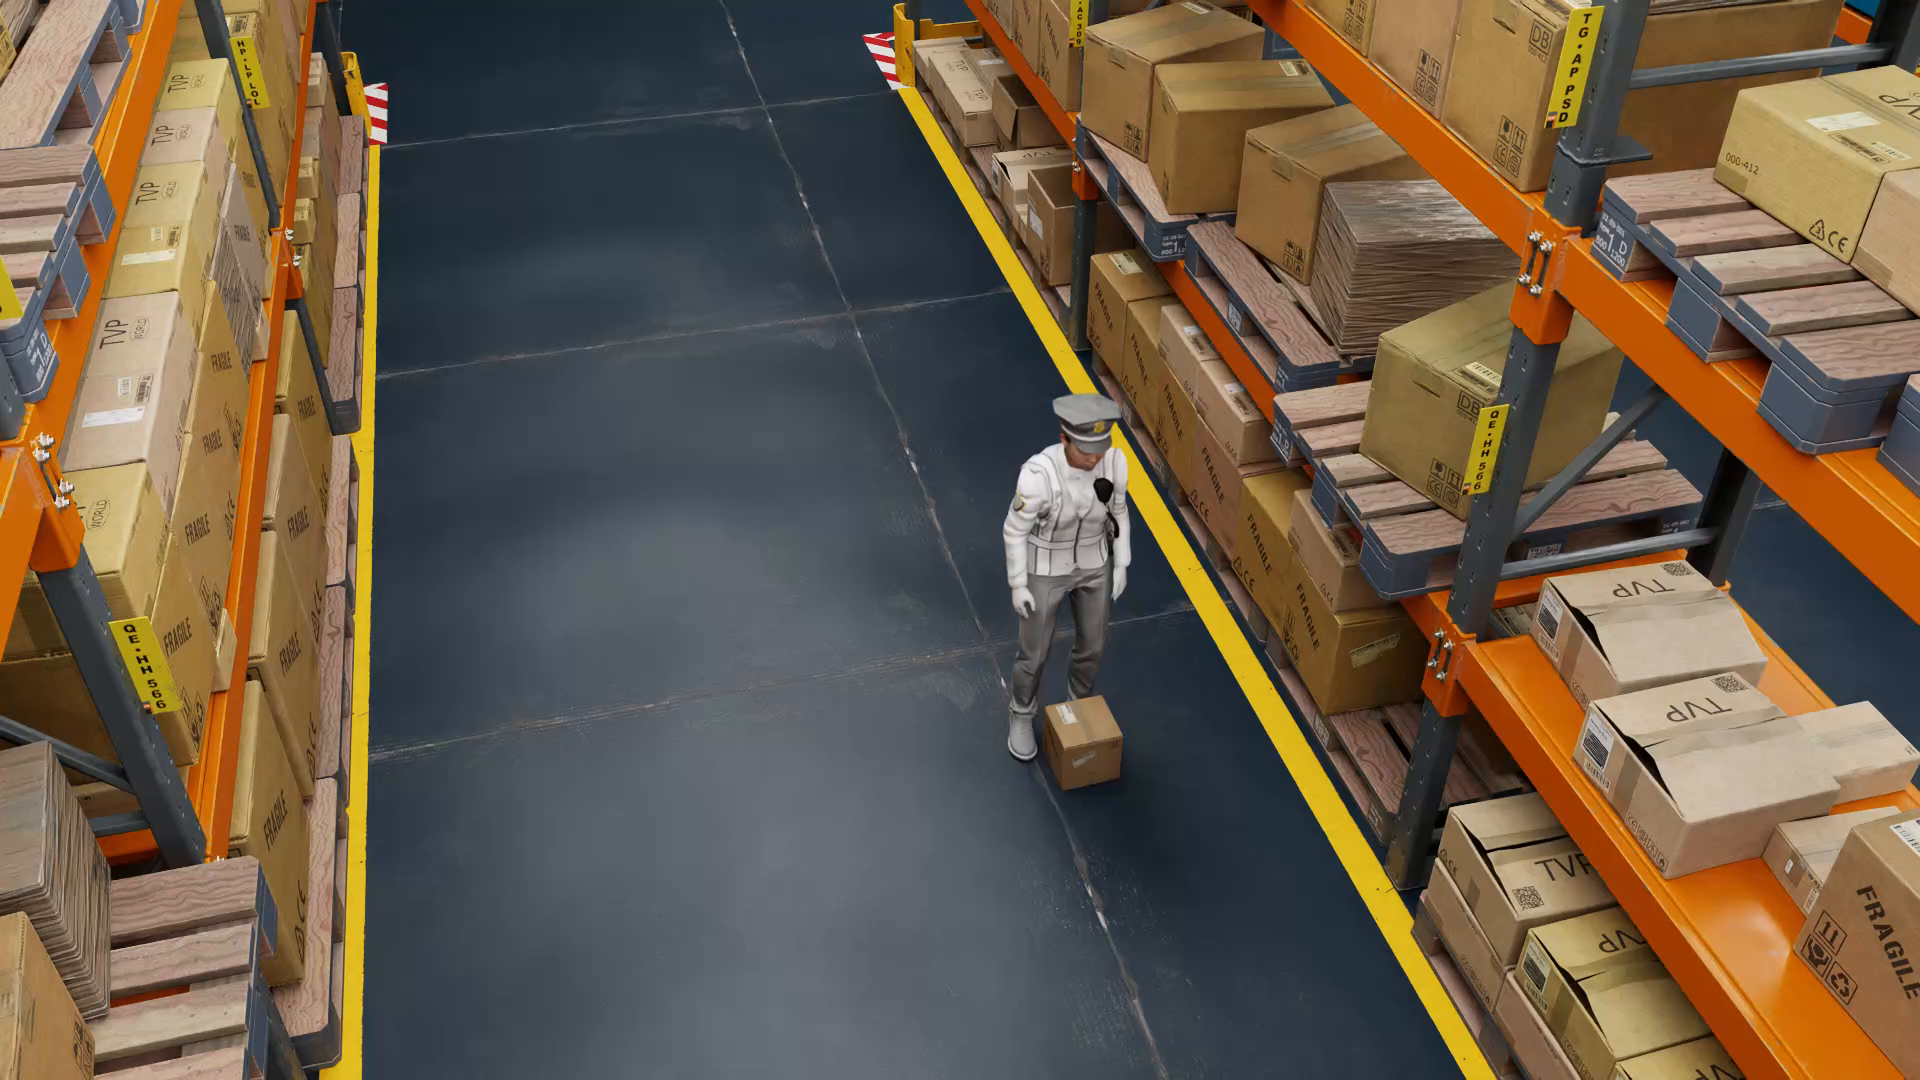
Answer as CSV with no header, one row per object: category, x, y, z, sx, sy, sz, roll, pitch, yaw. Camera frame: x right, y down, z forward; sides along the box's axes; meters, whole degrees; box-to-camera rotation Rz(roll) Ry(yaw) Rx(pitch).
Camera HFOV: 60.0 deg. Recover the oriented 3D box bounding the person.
person,0.426,0.131,6.546,0.518,1.663,0.368,-11,40,-13
